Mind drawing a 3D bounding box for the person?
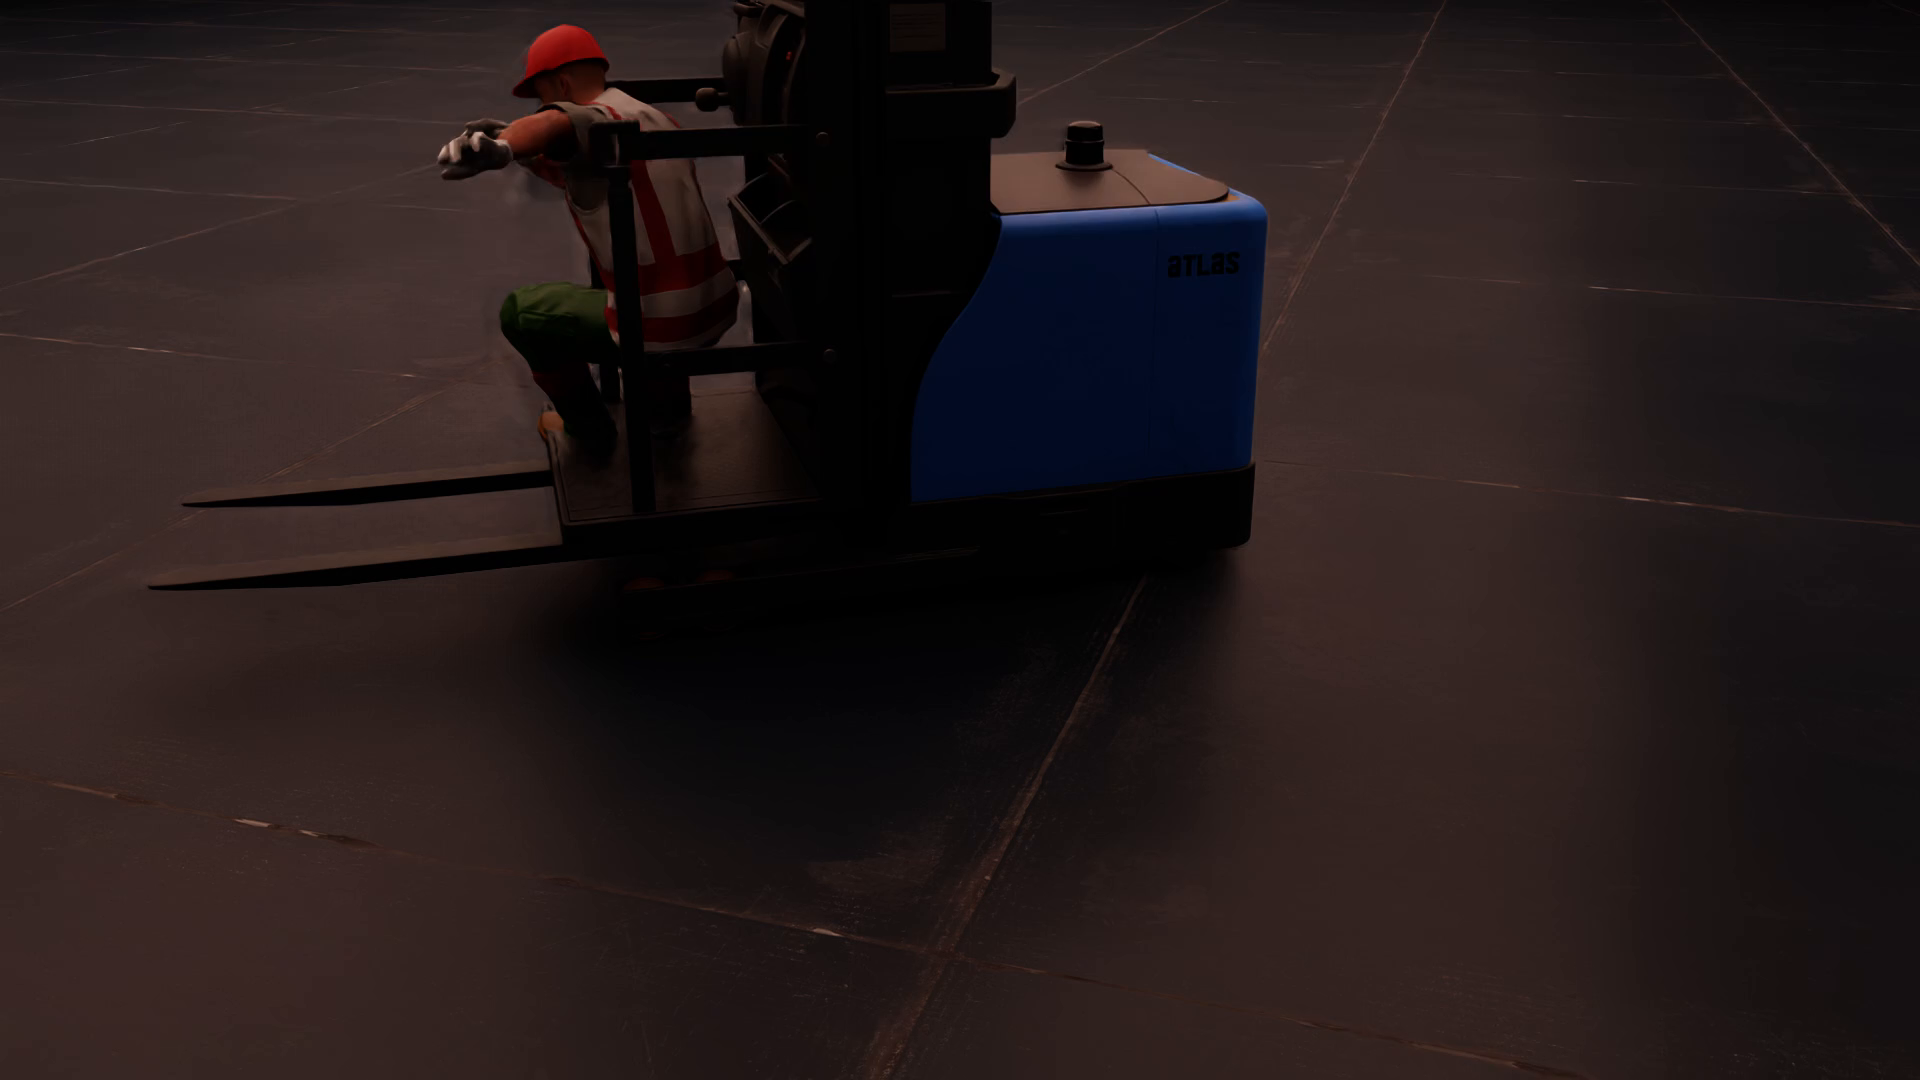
[{"bbox_3d":[-1.057,-0.635,4.495,0.761,1.413,1.368,11,25,24],"label":"person"}]

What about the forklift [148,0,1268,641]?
[{"bbox_3d":[-0.710,-1.309,4.450,3.031,2.935,1.130,-6,23,-15],"label":"forklift"}]
